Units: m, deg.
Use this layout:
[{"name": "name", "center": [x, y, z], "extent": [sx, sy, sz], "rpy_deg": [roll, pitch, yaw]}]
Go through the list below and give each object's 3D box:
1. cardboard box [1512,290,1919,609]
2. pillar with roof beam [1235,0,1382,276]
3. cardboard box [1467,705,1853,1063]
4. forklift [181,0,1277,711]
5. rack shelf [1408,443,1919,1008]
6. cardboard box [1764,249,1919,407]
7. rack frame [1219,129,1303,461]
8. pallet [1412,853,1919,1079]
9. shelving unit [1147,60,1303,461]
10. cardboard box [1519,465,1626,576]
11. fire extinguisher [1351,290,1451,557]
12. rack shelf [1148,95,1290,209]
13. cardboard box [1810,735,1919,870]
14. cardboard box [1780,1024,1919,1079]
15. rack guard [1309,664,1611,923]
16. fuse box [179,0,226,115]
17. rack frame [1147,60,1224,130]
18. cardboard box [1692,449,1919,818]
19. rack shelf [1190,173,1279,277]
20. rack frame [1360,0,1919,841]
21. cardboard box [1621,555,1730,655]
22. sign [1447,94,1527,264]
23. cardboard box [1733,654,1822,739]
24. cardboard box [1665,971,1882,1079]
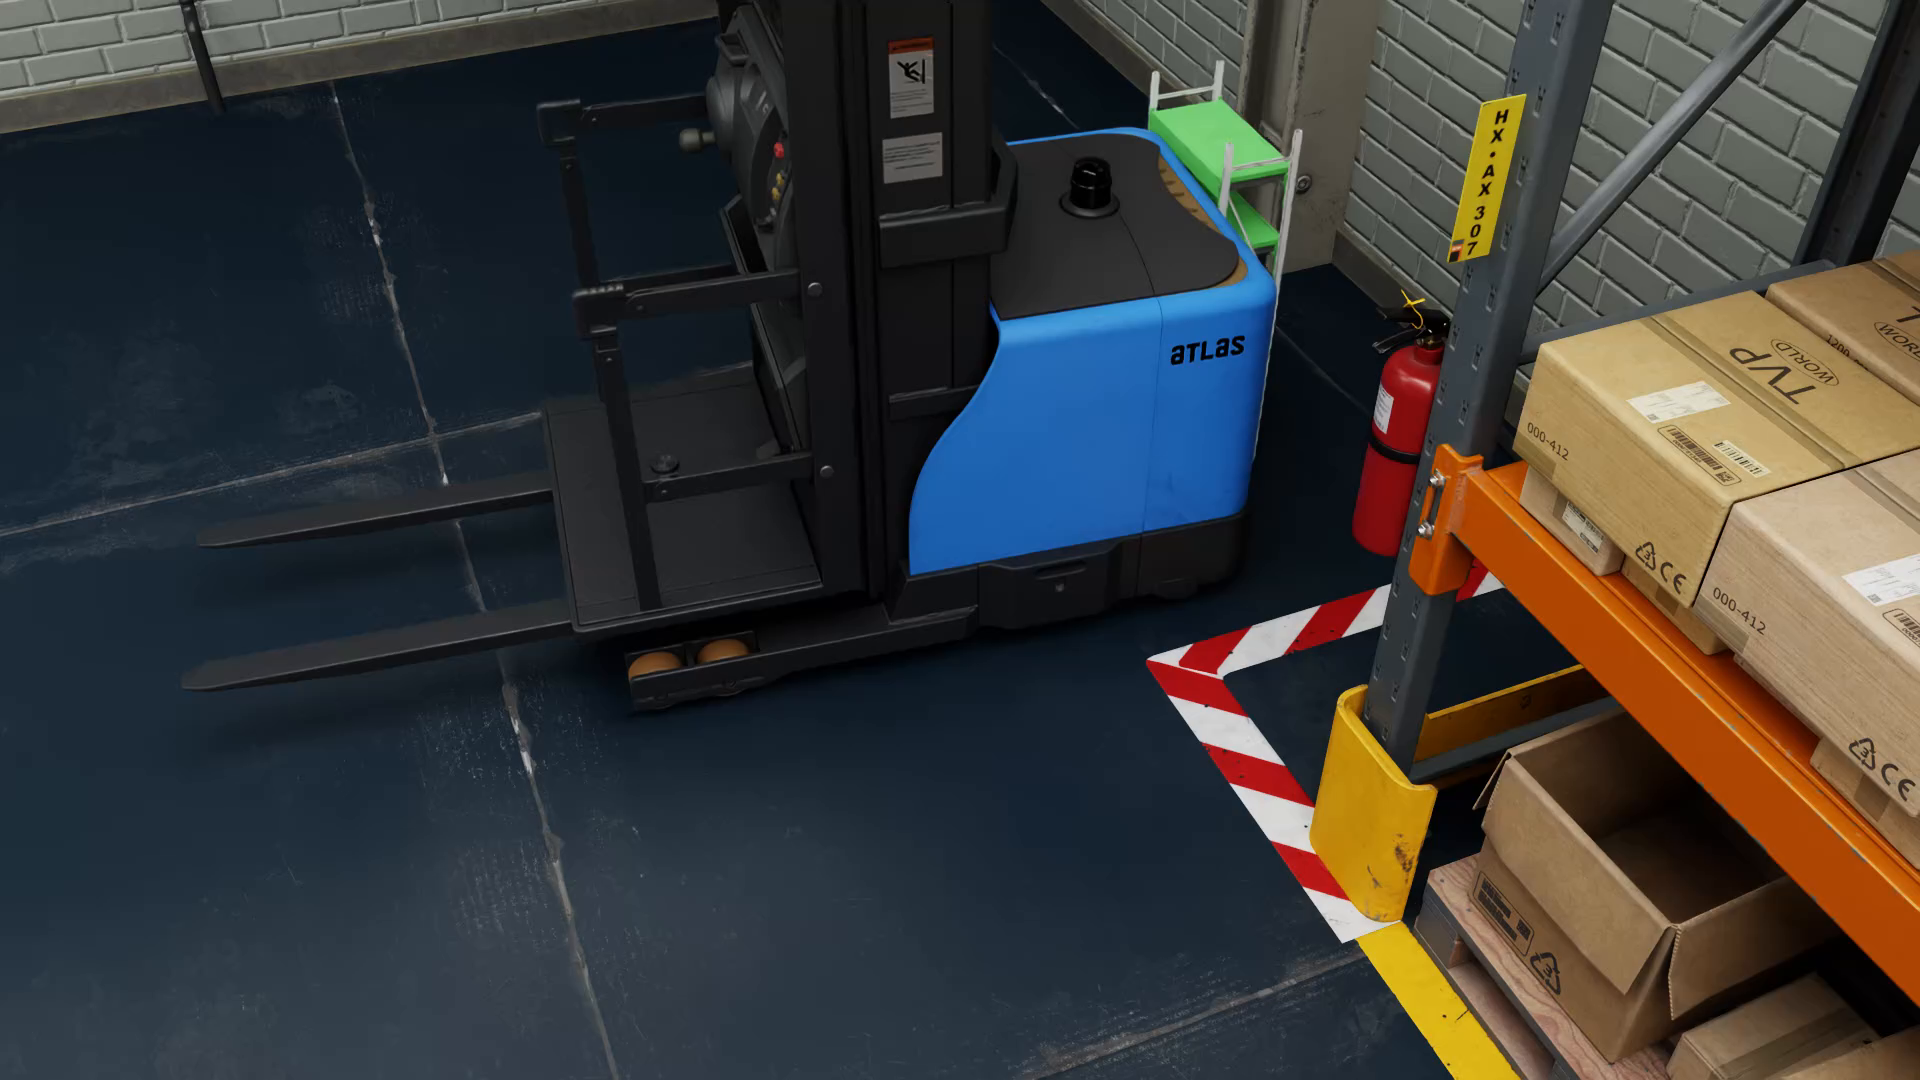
[{"name": "cardboard box", "center": [1.393, -0.181, 3.047], "extent": [0.500, 0.250, 0.500], "rpy_deg": [-15, 43, -17]}, {"name": "pillar with roof beam", "center": [-2.708, -3.515, 2.436], "extent": [9.100, 9.000, 0.400], "rpy_deg": [-15, 43, -17]}, {"name": "cardboard box", "center": [1.615, 0.714, 3.712], "extent": [0.797, 0.503, 0.637], "rpy_deg": [-17, 43, -19]}, {"name": "forklift", "center": [-0.713, -1.017, 4.185], "extent": [3.031, 2.935, 1.130], "rpy_deg": [-10, 42, -12]}, {"name": "rack shelf", "center": [2.234, 1.012, 2.324], "extent": [1.077, 0.370, 4.000], "rpy_deg": [-15, 43, -17]}, {"name": "cardboard box", "center": [1.889, -0.311, 3.198], "extent": [0.500, 0.250, 0.500], "rpy_deg": [-14, 43, -16]}, {"name": "rack frame", "center": [0.870, -0.696, 5.139], "extent": [0.240, 1.200, 0.015], "rpy_deg": [-14, 43, -15]}, {"name": "pallet", "center": [1.803, 1.117, 3.789], "extent": [1.003, 0.211, 1.213], "rpy_deg": [-15, 43, -17]}, {"name": "shelving unit", "center": [0.785, -0.845, 5.313], "extent": [0.258, 1.200, 0.503], "rpy_deg": [-14, 43, -15]}, {"name": "cardboard box", "center": [1.341, -0.104, 3.263], "extent": [0.380, 0.149, 0.250], "rpy_deg": [-15, 43, -17]}, {"name": "fire extinguisher", "center": [0.985, -0.268, 3.607], "extent": [0.296, 0.674, 0.183], "rpy_deg": [-15, 43, -17]}, {"name": "rack shelf", "center": [0.785, -1.161, 5.041], "extent": [0.258, 0.148, 0.480], "rpy_deg": [-14, 43, -15]}, {"name": "cardboard box", "center": [1.653, 0.355, 2.729], "extent": [0.380, 0.149, 0.250], "rpy_deg": [-14, 43, -16]}, {"name": "cardboard box", "center": [1.906, 1.240, 3.103], "extent": [0.700, 0.500, 0.500], "rpy_deg": [-13, 42, -15]}, {"name": "rack guard", "center": [1.497, 0.528, 4.253], "extent": [1.175, 0.500, 0.348], "rpy_deg": [-15, 43, -17]}, {"name": "fuse box", "center": [-3.299, -2.564, 6.919], "extent": [0.539, 1.711, 0.414], "rpy_deg": [-15, 43, -17]}, {"name": "rack frame", "center": [0.700, -0.994, 5.486], "extent": [0.240, 1.200, 0.015], "rpy_deg": [-14, 43, -15]}, {"name": "cardboard box", "center": [1.586, 0.123, 2.694], "extent": [0.500, 0.250, 0.500], "rpy_deg": [-15, 43, -16]}, {"name": "rack shelf", "center": [0.785, -0.979, 5.198], "extent": [0.258, 0.148, 0.480], "rpy_deg": [-14, 43, -15]}, {"name": "rack frame", "center": [1.468, -0.466, 3.491], "extent": [1.000, 3.000, 0.127], "rpy_deg": [-15, 43, -17]}, {"name": "cardboard box", "center": [1.481, 0.038, 3.098], "extent": [0.380, 0.149, 0.250], "rpy_deg": [-14, 43, -16]}, {"name": "sign", "center": [0.967, -0.658, 3.051], "extent": [0.100, 0.325, 0.005], "rpy_deg": [-15, 43, -17]}, {"name": "cardboard box", "center": [1.613, 0.187, 2.924], "extent": [0.380, 0.149, 0.250], "rpy_deg": [-16, 43, -17]}, {"name": "cardboard box", "center": [1.741, 1.114, 3.519], "extent": [0.380, 0.149, 0.250], "rpy_deg": [-17, 43, -19]}]
